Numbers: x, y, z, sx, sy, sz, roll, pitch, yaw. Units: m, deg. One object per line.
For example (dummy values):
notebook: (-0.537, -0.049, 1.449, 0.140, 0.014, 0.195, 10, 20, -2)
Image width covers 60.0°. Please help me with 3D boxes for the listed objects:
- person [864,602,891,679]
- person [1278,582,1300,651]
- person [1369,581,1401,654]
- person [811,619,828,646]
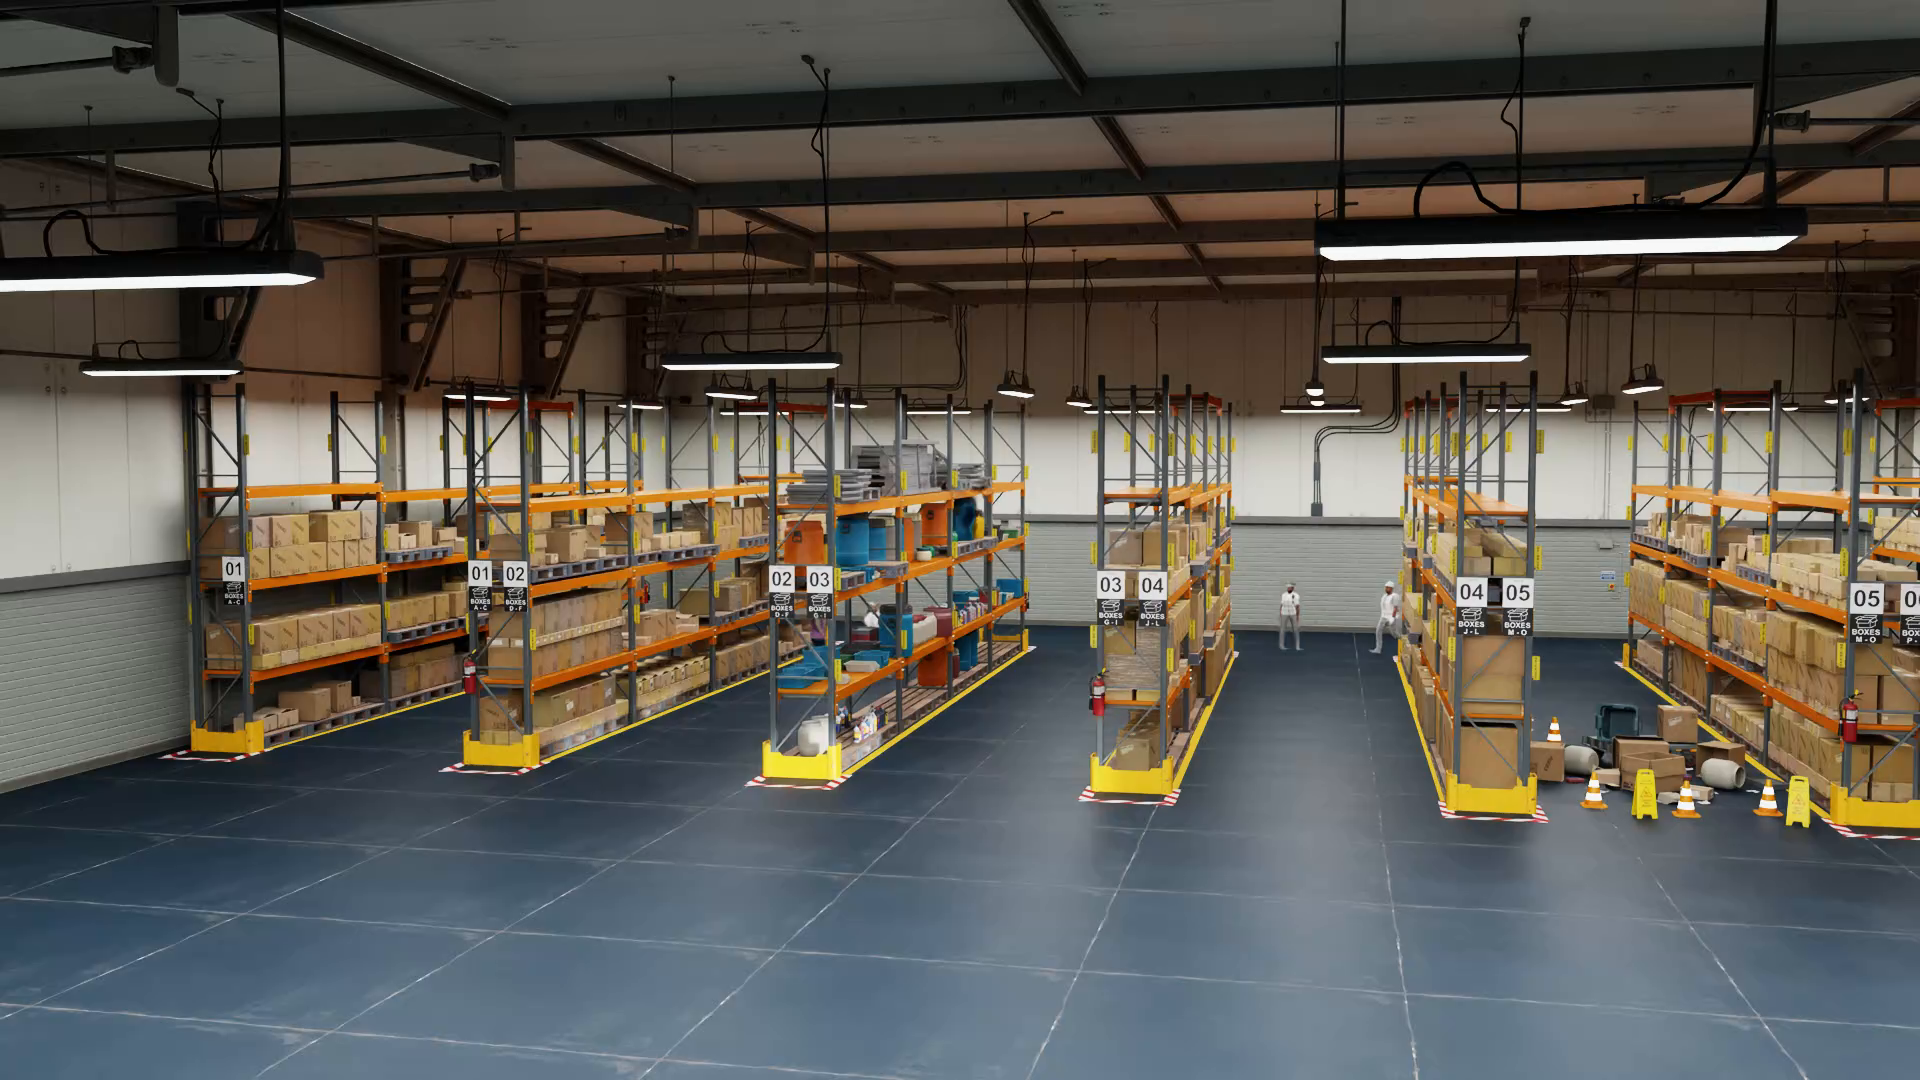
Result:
person: (-1.773, 2.151, 35.546, 0.559, 1.647, 0.428, -2, 4, -27)
person: (8.043, 1.854, 40.583, 0.529, 1.673, 0.391, 1, 3, 10)
person: (10.254, 1.856, 39.639, 1.024, 1.746, 0.569, -1, 3, -20)
person: (-3.044, 2.154, 35.920, 0.467, 1.612, 0.487, -2, 4, -33)
